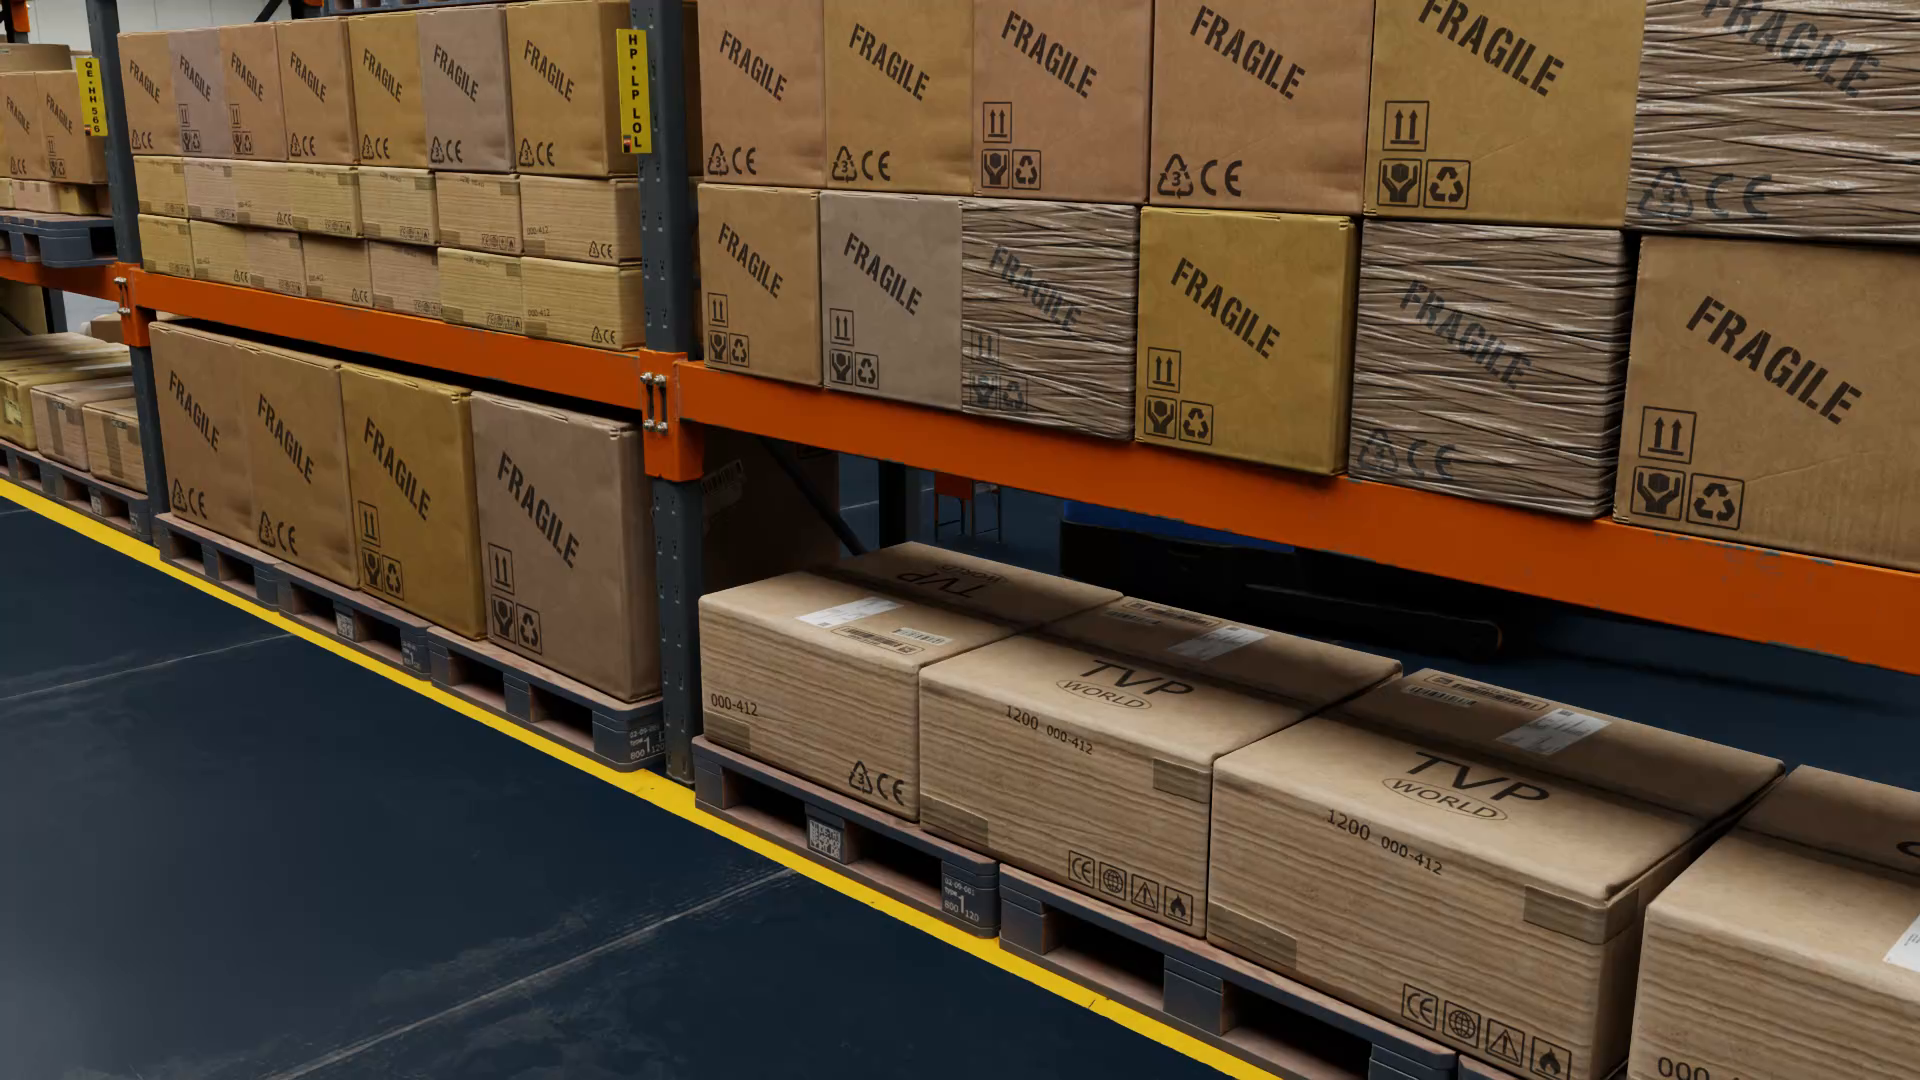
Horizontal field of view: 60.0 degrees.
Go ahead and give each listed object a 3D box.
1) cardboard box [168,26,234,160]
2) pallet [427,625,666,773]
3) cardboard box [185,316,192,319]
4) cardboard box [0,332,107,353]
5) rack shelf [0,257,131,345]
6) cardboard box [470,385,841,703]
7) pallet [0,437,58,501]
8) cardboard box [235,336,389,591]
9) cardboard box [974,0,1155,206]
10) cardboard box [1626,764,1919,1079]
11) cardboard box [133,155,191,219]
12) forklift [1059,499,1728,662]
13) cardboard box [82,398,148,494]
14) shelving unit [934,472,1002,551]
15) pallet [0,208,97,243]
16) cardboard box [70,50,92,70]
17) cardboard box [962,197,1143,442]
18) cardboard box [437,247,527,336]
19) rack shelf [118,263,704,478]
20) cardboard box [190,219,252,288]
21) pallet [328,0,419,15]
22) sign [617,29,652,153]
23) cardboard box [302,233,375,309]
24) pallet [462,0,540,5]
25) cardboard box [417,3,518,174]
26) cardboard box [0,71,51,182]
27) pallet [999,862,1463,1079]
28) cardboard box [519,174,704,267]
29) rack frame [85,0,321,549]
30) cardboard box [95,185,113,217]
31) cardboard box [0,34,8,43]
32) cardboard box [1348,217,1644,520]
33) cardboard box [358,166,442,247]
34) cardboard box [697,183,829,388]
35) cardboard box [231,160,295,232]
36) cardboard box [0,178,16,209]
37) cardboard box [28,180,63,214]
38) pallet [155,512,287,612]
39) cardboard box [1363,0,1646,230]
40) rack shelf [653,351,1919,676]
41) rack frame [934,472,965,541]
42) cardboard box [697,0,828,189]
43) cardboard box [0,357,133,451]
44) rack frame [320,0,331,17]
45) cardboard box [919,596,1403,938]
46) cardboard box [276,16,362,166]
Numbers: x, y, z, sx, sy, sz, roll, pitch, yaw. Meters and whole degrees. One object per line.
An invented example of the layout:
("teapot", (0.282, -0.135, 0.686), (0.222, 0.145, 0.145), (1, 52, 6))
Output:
("cardboard box", (-2.845, -1.816, 6.771), (0.500, 0.500, 0.500), (14, 20, 42))
("pallet", (-1.123, 0.429, 5.868), (1.213, 0.211, 1.003), (14, 20, 42))
("cardboard box", (-6.132, -1.844, 14.010), (0.637, 0.503, 0.797), (1, 15, 4))
("cardboard box", (-5.894, -1.040, 10.352), (0.625, 0.372, 0.950), (14, 20, 43))
("rack shelf", (-4.834, -1.501, 9.172), (4.000, 0.370, 1.077), (14, 20, 42))
("cardboard box", (-1.017, -0.068, 5.627), (0.875, 0.875, 0.875), (-14, 20, -42))
("pallet", (-4.830, -0.501, 9.435), (1.213, 0.211, 1.003), (14, 20, 42))
("cardboard box", (-2.316, -0.382, 6.829), (0.875, 0.875, 0.875), (14, 20, 43))
("cardboard box", (0.380, -1.023, 3.728), (0.500, 0.500, 0.500), (-14, 20, -43))
("cardboard box", (1.820, 0.840, 3.008), (0.875, 0.438, 0.875), (13, 19, 40))
("cardboard box", (-3.201, -1.535, 7.181), (0.500, 0.250, 0.500), (13, 20, 42))
("forklift", (1.953, -1.118, 6.408), (3.031, 2.935, 1.130), (9, 17, 30))
("cardboard box", (-3.794, -0.532, 8.403), (0.625, 0.372, 0.950), (12, 19, 39))
("shelving unit", (0.039, -0.499, 7.764), (0.252, 1.050, 0.215), (14, 20, 42))
("pallet", (-4.848, -1.746, 9.063), (1.213, 0.211, 1.003), (14, 20, 42))
("cardboard box", (-5.066, -2.707, 9.465), (0.250, 0.149, 0.380), (13, 19, 40))
("cardboard box", (0.354, -0.541, 3.861), (0.500, 0.500, 0.500), (14, 20, 43))
("cardboard box", (-1.378, -0.849, 5.539), (0.500, 0.250, 0.500), (13, 20, 41))
("rack shelf", (-1.955, -0.801, 6.485), (4.000, 0.370, 1.077), (14, 20, 42))
("cardboard box", (-2.835, -1.209, 6.920), (0.500, 0.250, 0.500), (13, 19, 41))
("pallet", (-5.249, -5.096, 15.769), (1.213, 0.211, 1.003), (14, 20, 42))
("sign", (-0.884, -1.221, 4.531), (0.005, 0.325, 0.100), (14, 20, 42))
("cardboard box", (-2.103, -1.030, 6.235), (0.500, 0.250, 0.500), (14, 20, 42))
("pallet", (-3.492, -4.669, 14.130), (1.213, 0.211, 1.003), (14, 20, 42))
("cardboard box", (-1.388, -1.453, 5.380), (0.500, 0.500, 0.500), (-14, 20, -43))
("cardboard box", (-4.294, -2.013, 8.086), (0.500, 0.500, 0.500), (13, 20, 41))
("pallet", (0.861, 0.911, 4.018), (1.213, 0.211, 1.003), (14, 20, 42))
("cardboard box", (-1.001, -1.002, 5.134), (0.500, 0.250, 0.500), (14, 20, 42))
("rack frame", (-3.394, -1.499, 7.738), (0.127, 3.000, 1.000), (14, 20, 42))
("cardboard box", (-3.794, -1.596, 7.773), (0.380, 0.149, 0.250), (-14, 20, -42))
("cardboard box", (-6.440, -2.992, 10.695), (0.500, 0.500, 0.700), (13, 20, 42))
("cardboard box", (1.106, -0.363, 3.178), (0.500, 0.500, 0.500), (-14, 20, -43))
("cardboard box", (-1.743, -1.177, 5.808), (0.500, 0.250, 0.500), (-14, 20, -43))
("cardboard box", (-0.359, -0.718, 4.541), (0.500, 0.500, 0.500), (-14, 20, -42))
("cardboard box", (-2.479, -1.355, 6.490), (0.500, 0.250, 0.500), (14, 20, 42))
("cardboard box", (-4.633, -1.757, 8.390), (0.250, 0.149, 0.380), (14, 20, 43))
("cardboard box", (-4.249, -1.666, 8.040), (0.250, 0.149, 0.380), (13, 20, 42))
("pallet", (-2.879, 0.002, 7.507), (1.213, 0.211, 1.003), (14, 20, 42))
("cardboard box", (1.102, -0.846, 3.049), (0.500, 0.500, 0.500), (14, 20, 42))
("rack shelf", (0.925, -0.101, 3.798), (4.000, 0.370, 1.077), (14, 20, 42))
("rack frame", (-0.049, -0.520, 7.846), (0.008, 1.050, 0.200), (14, 20, 42))
("cardboard box", (-0.340, -1.204, 4.424), (0.500, 0.500, 0.500), (14, 20, 43))
("cardboard box", (-4.873, -0.793, 9.406), (0.950, 0.372, 0.625), (-14, 20, -42))
("rack frame", (-5.790, -3.816, 16.627), (0.127, 3.000, 1.000), (14, 20, 42))
("cardboard box", (0.508, 0.523, 4.224), (0.875, 0.438, 0.875), (13, 19, 41))
("cardboard box", (-2.123, -1.634, 6.071), (0.500, 0.500, 0.500), (14, 20, 43))
